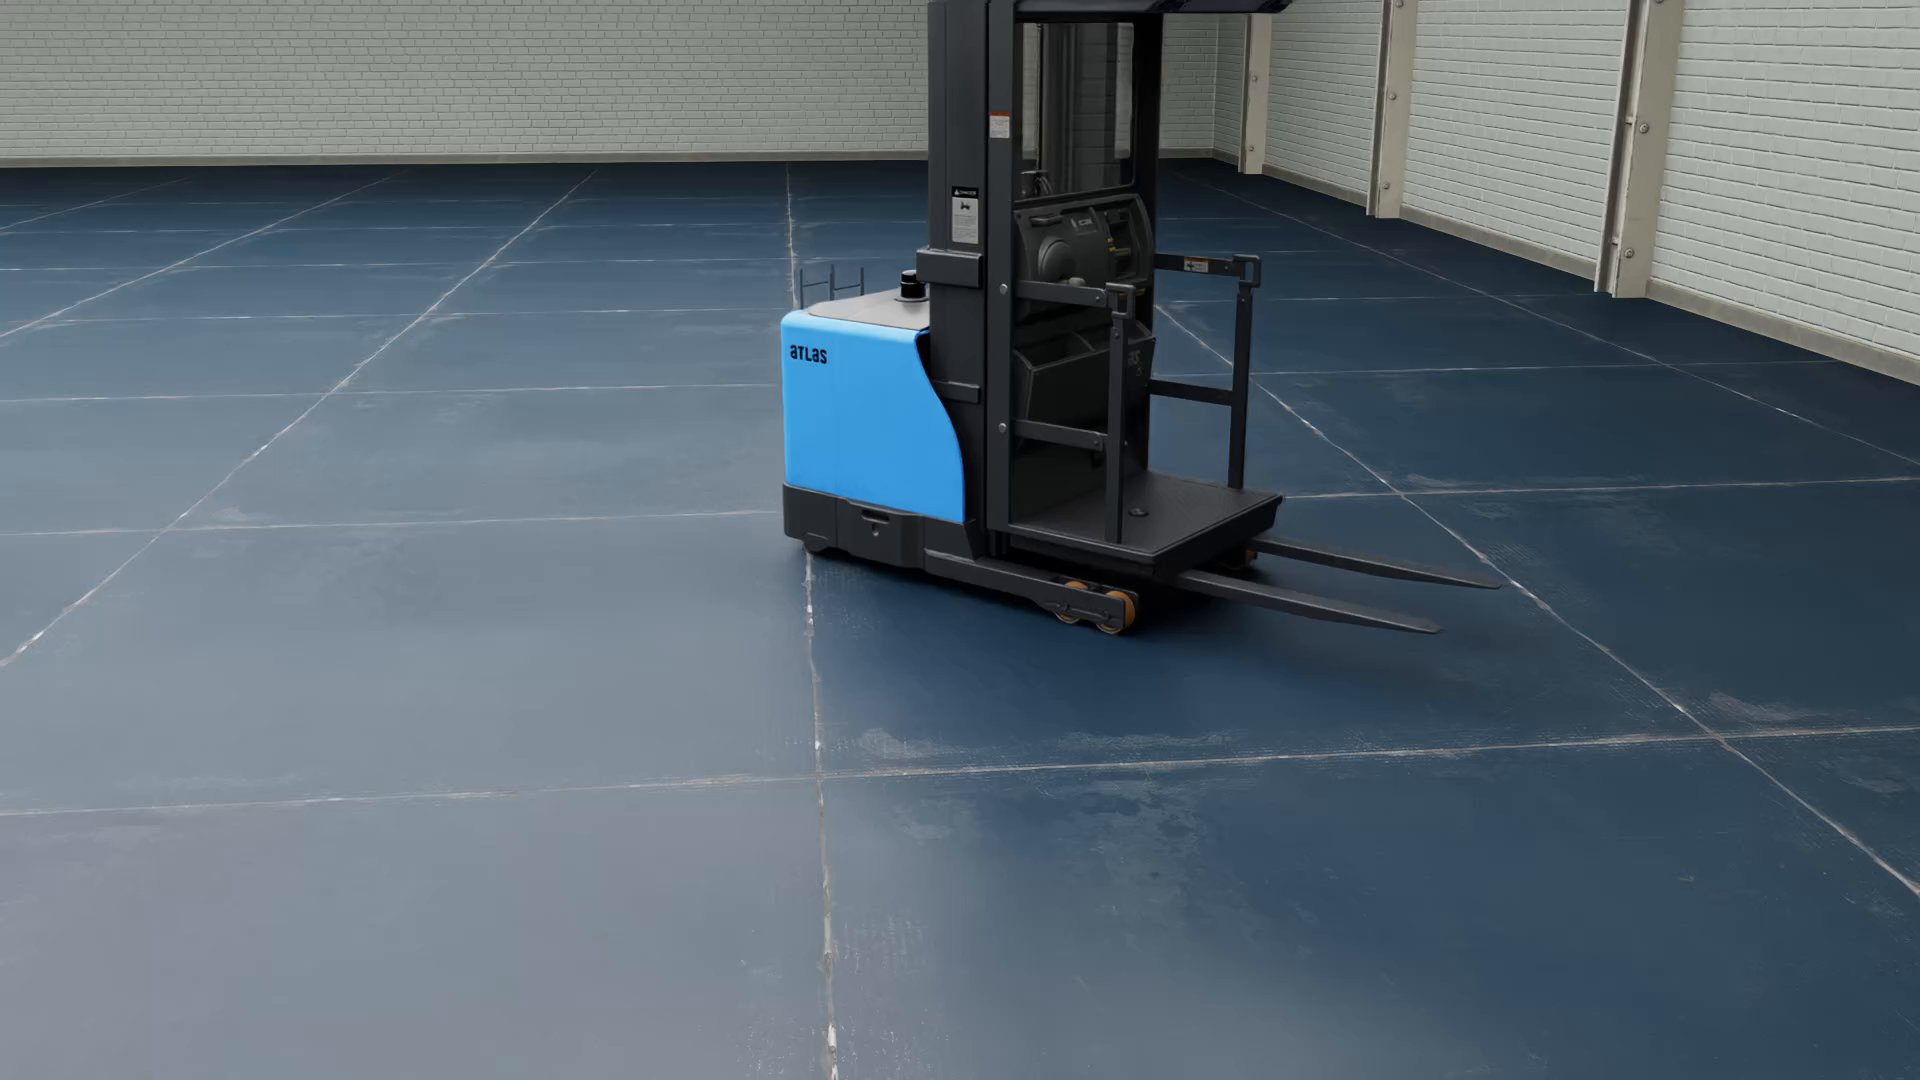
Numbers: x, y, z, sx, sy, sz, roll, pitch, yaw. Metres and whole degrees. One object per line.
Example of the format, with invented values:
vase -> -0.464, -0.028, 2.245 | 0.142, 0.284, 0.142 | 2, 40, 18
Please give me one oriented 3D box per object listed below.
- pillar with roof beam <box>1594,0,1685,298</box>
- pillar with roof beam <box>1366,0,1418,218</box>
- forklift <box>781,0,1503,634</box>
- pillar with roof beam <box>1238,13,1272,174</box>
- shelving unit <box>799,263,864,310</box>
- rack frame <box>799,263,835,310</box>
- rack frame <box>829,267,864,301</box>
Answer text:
pillar with roof beam -> 1.489, -6.310, 12.751 | 9.100, 9.000, 0.400 | -2, 18, -6
pillar with roof beam -> 0.870, -8.097, 18.445 | 9.100, 9.000, 0.400 | -2, 18, -6
forklift -> 0.681, -1.211, 6.641 | 3.031, 2.935, 1.130 | 13, 22, 35
pillar with roof beam -> 0.252, -9.885, 24.139 | 9.100, 9.000, 0.400 | -2, 18, -6
shelving unit -> -0.593, -0.682, 7.847 | 0.189, 1.200, 0.258 | 13, 22, 35
rack frame -> -0.666, -0.699, 7.900 | 0.006, 1.200, 0.240 | 13, 22, 35
rack frame -> -0.520, -0.666, 7.794 | 0.006, 1.200, 0.240 | 13, 22, 35
